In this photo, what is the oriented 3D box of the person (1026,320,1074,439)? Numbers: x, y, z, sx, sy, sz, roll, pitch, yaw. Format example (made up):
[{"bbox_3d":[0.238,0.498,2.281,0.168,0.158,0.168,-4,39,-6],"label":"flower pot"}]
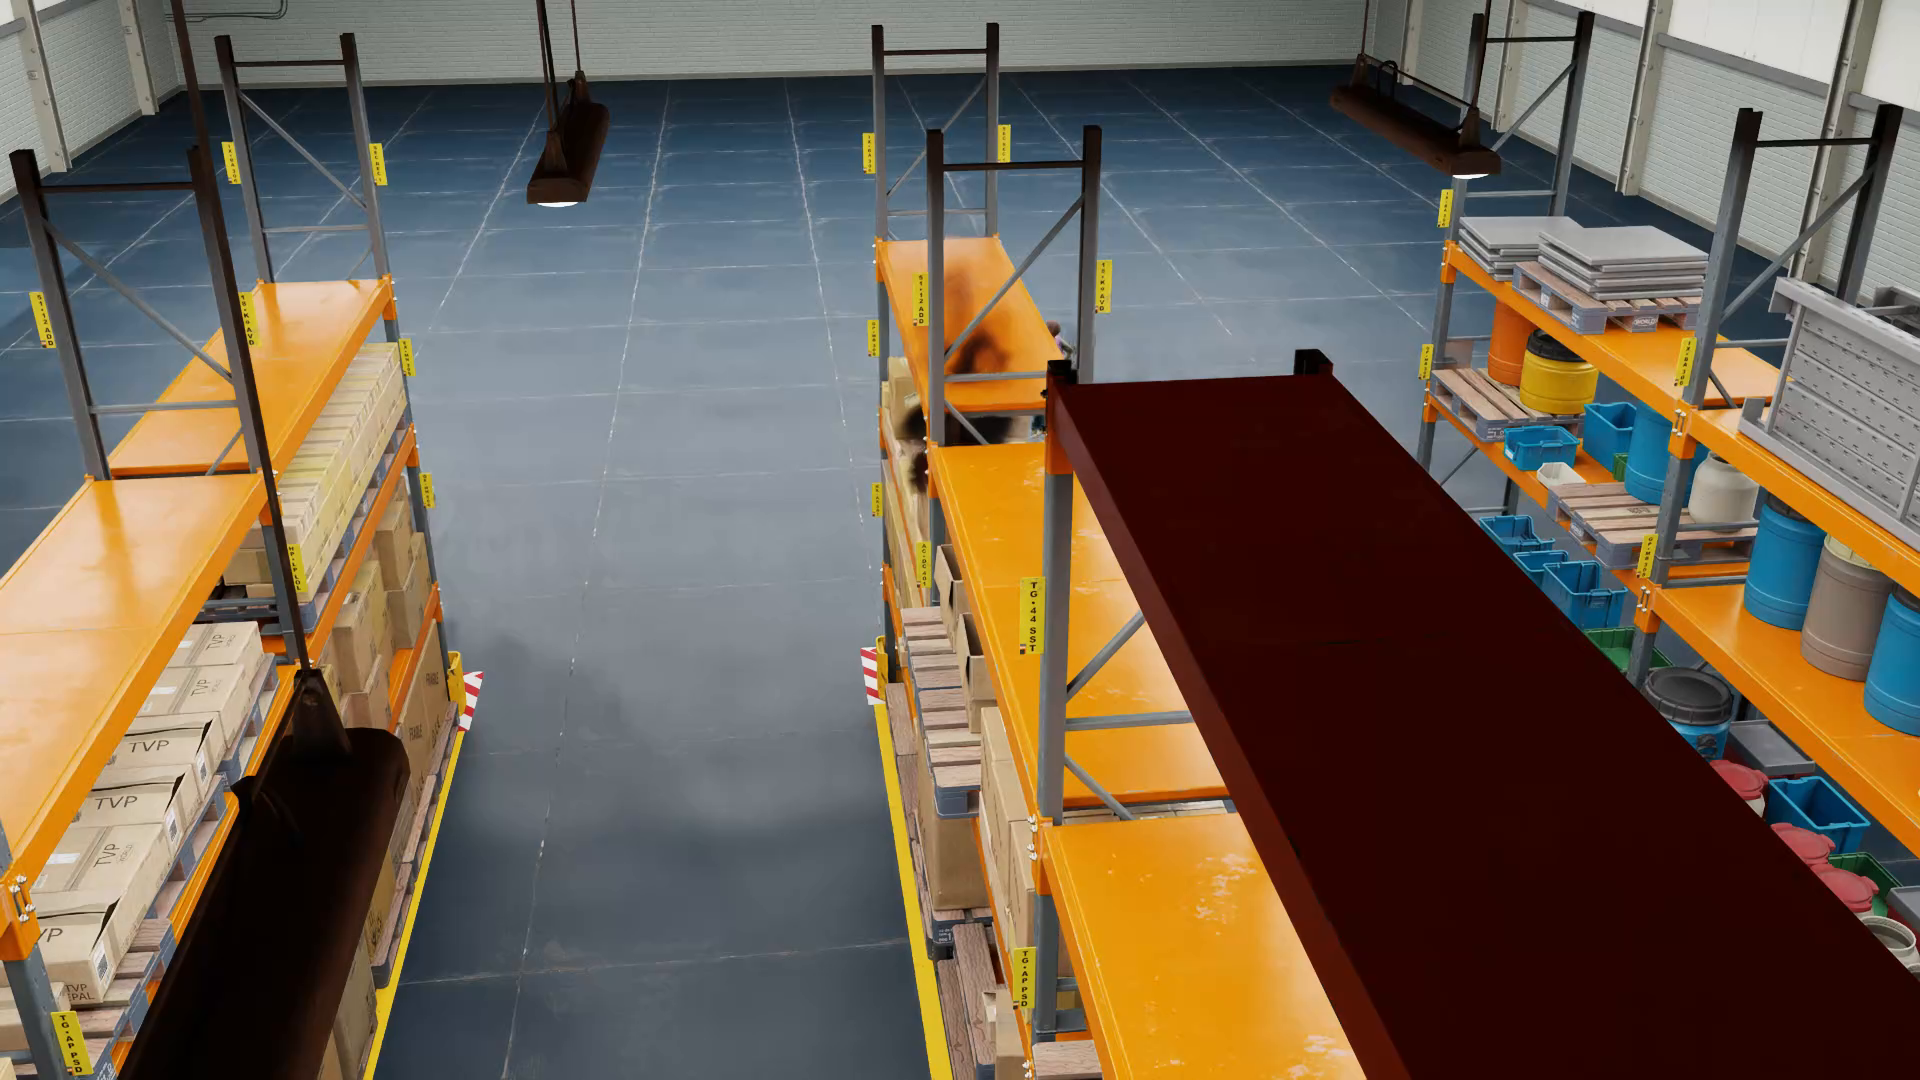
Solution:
[{"bbox_3d":[1.135,-1.966,20.747,0.737,1.633,0.515,7,26,15],"label":"person"}]
